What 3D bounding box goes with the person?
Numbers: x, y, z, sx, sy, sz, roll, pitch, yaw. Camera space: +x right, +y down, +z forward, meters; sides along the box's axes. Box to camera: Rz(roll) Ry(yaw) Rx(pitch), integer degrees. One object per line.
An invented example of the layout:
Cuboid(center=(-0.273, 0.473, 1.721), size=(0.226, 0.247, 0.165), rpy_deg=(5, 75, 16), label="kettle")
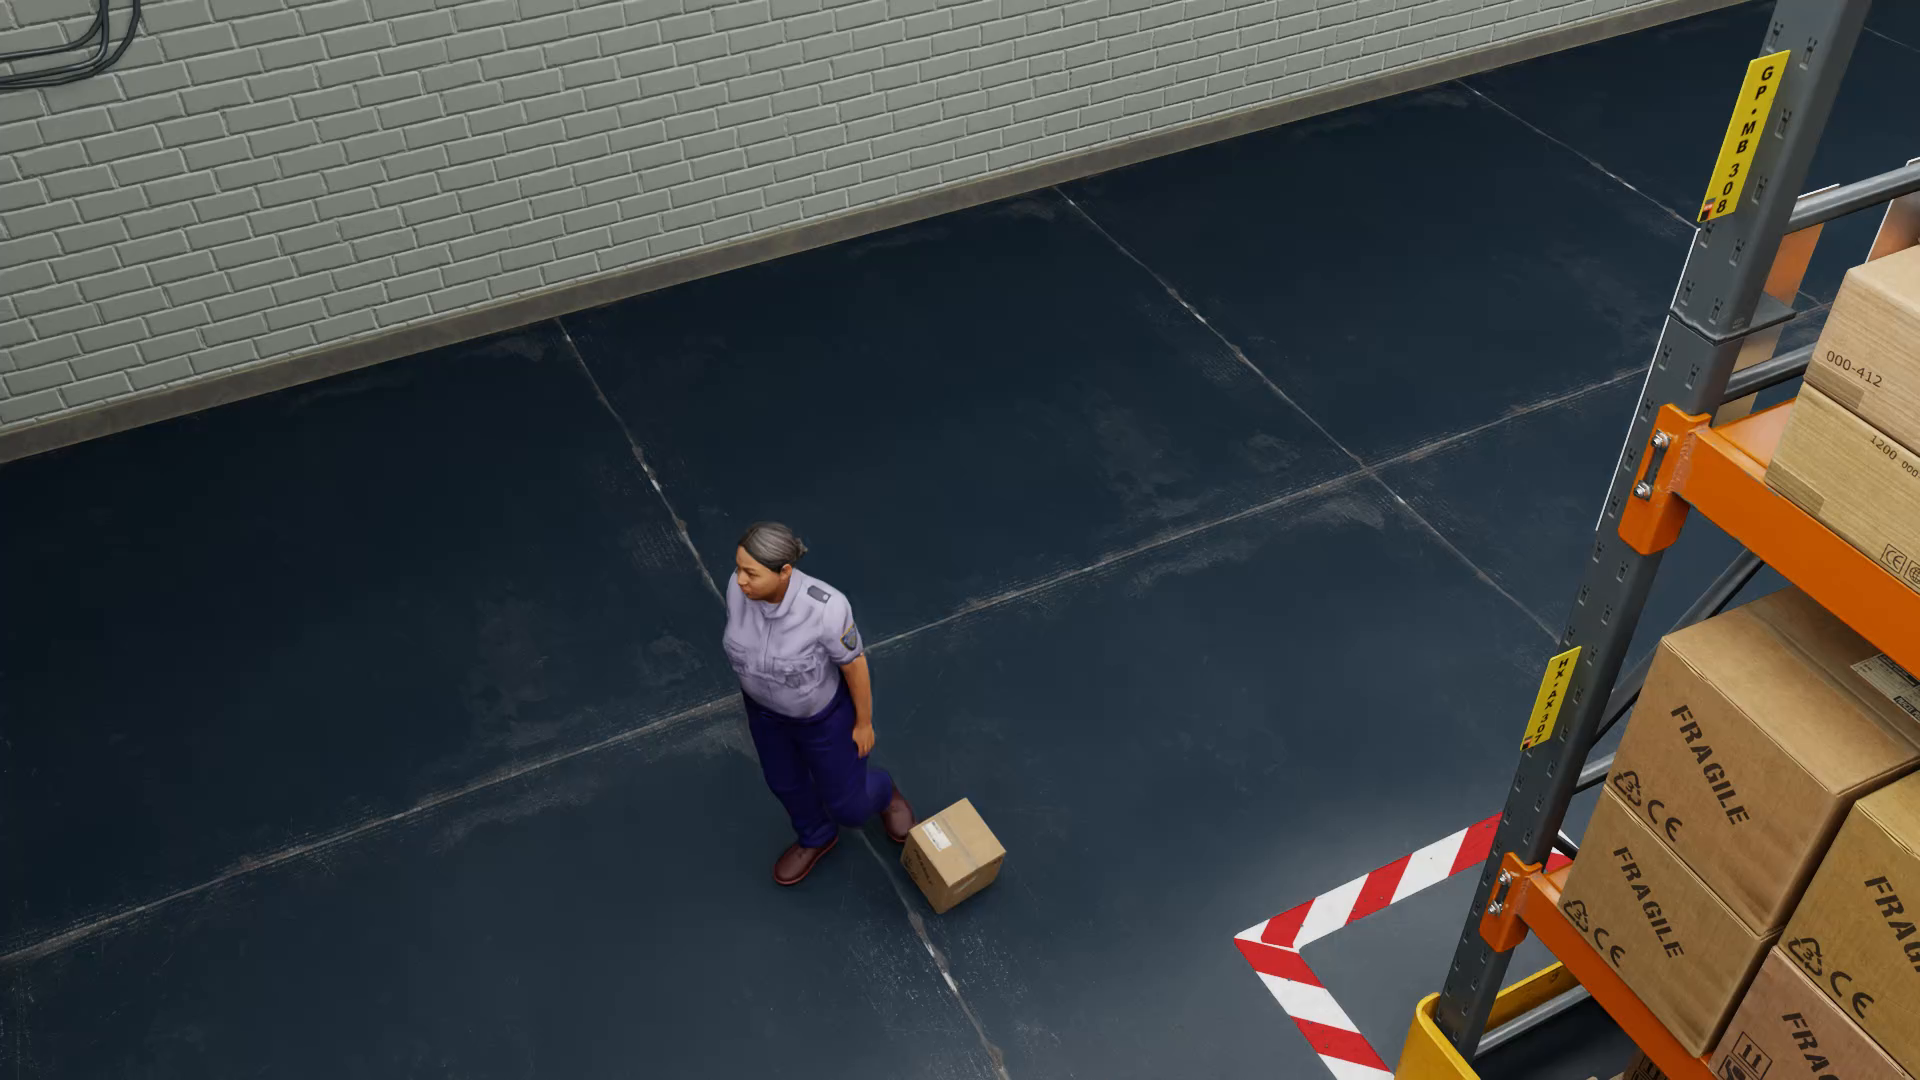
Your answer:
Cuboid(center=(-0.470, 0.520, 5.585), size=(0.562, 1.642, 0.542), rpy_deg=(20, 45, 21), label="person")
